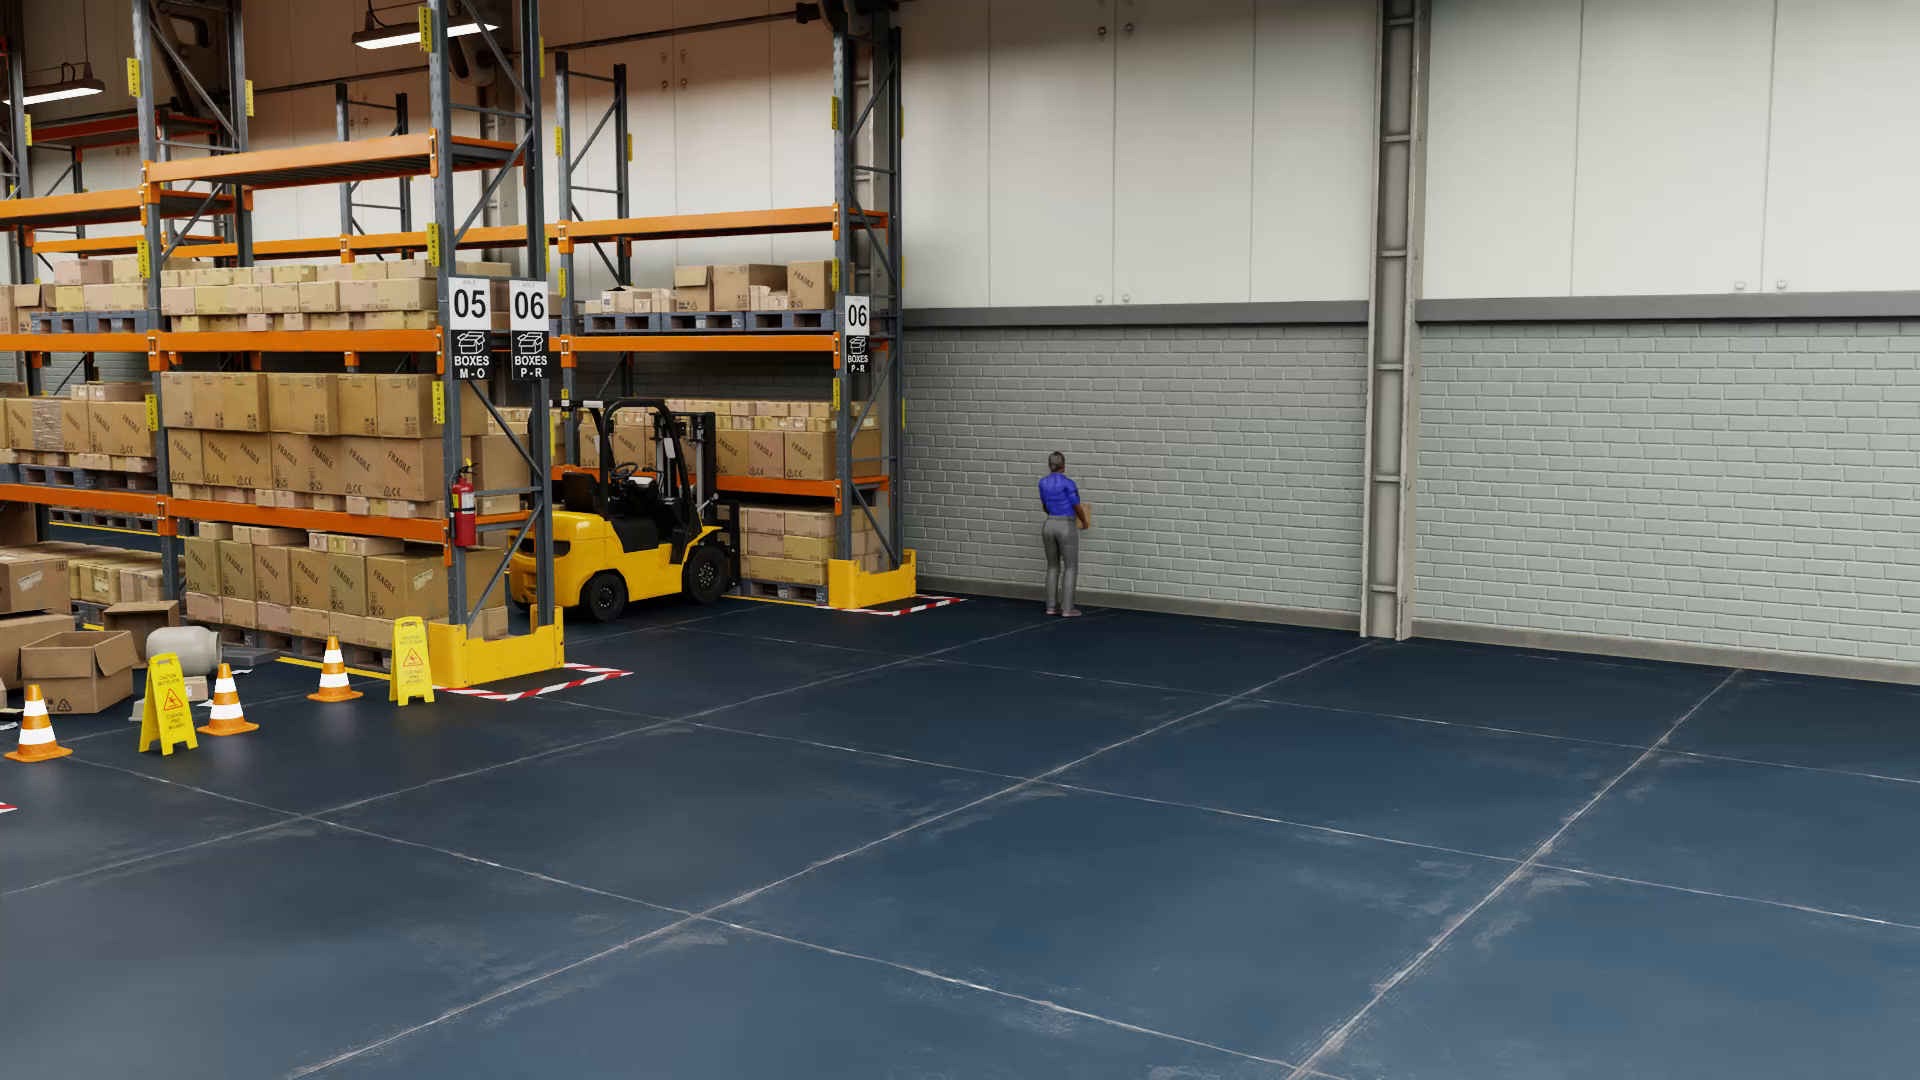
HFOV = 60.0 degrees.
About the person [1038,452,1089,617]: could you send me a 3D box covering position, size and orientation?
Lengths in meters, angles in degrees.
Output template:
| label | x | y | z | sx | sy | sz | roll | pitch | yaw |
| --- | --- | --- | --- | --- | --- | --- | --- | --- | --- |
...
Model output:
| label | x | y | z | sx | sy | sz | roll | pitch | yaw |
| --- | --- | --- | --- | --- | --- | --- | --- | --- | --- |
| person | 1.048 | -0.066 | 16.658 | 0.451 | 1.652 | 0.507 | 4 | 8 | 34 |
